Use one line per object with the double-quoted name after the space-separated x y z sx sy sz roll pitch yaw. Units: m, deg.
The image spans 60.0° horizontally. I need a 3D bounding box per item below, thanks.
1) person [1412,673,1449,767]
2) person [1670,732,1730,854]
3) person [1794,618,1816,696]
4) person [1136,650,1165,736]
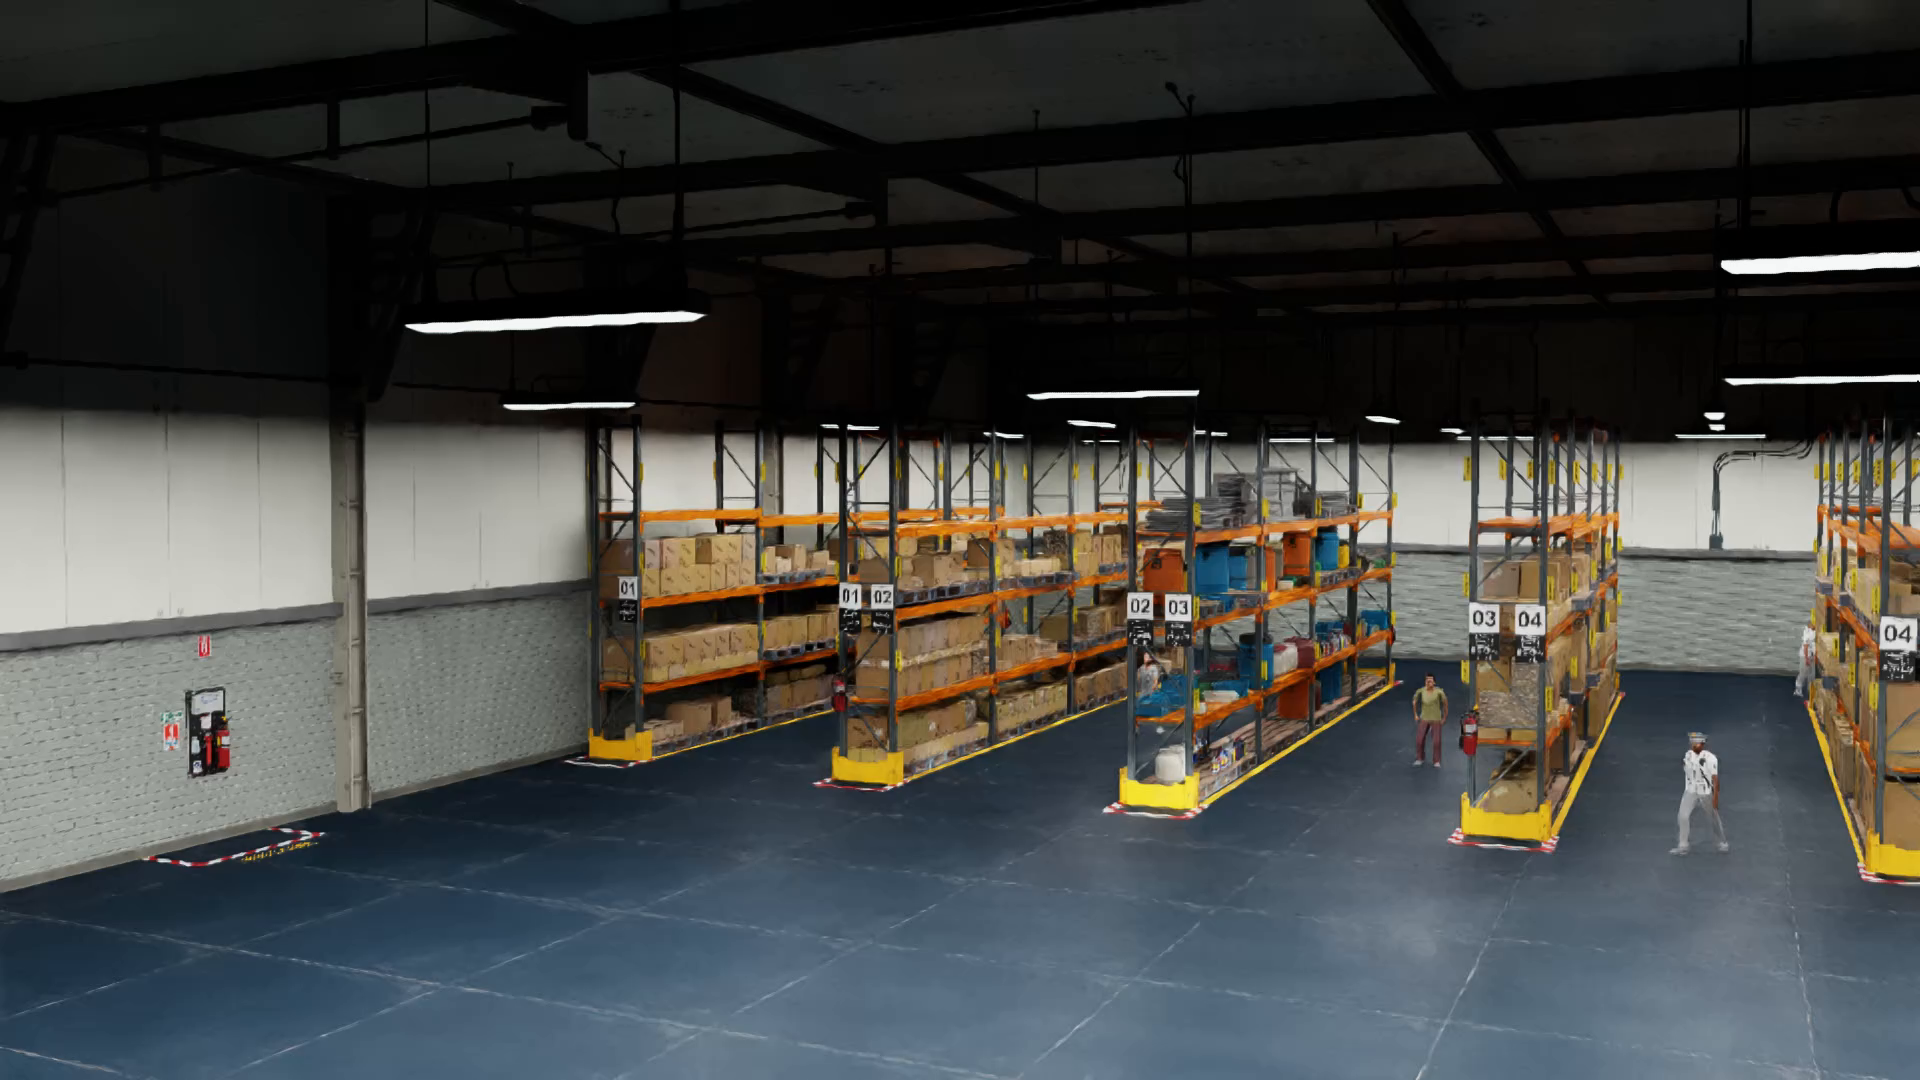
7.961 3.041 28.156 0.598 1.619 0.507 1 3 23 "person"
9.704 3.296 21.745 0.941 1.613 0.502 -2 3 -43 "person"
18.911 2.604 37.046 0.531 1.748 0.666 2 3 38 "person"
3.576 2.889 31.498 0.445 1.605 1.017 2 3 33 "person"
